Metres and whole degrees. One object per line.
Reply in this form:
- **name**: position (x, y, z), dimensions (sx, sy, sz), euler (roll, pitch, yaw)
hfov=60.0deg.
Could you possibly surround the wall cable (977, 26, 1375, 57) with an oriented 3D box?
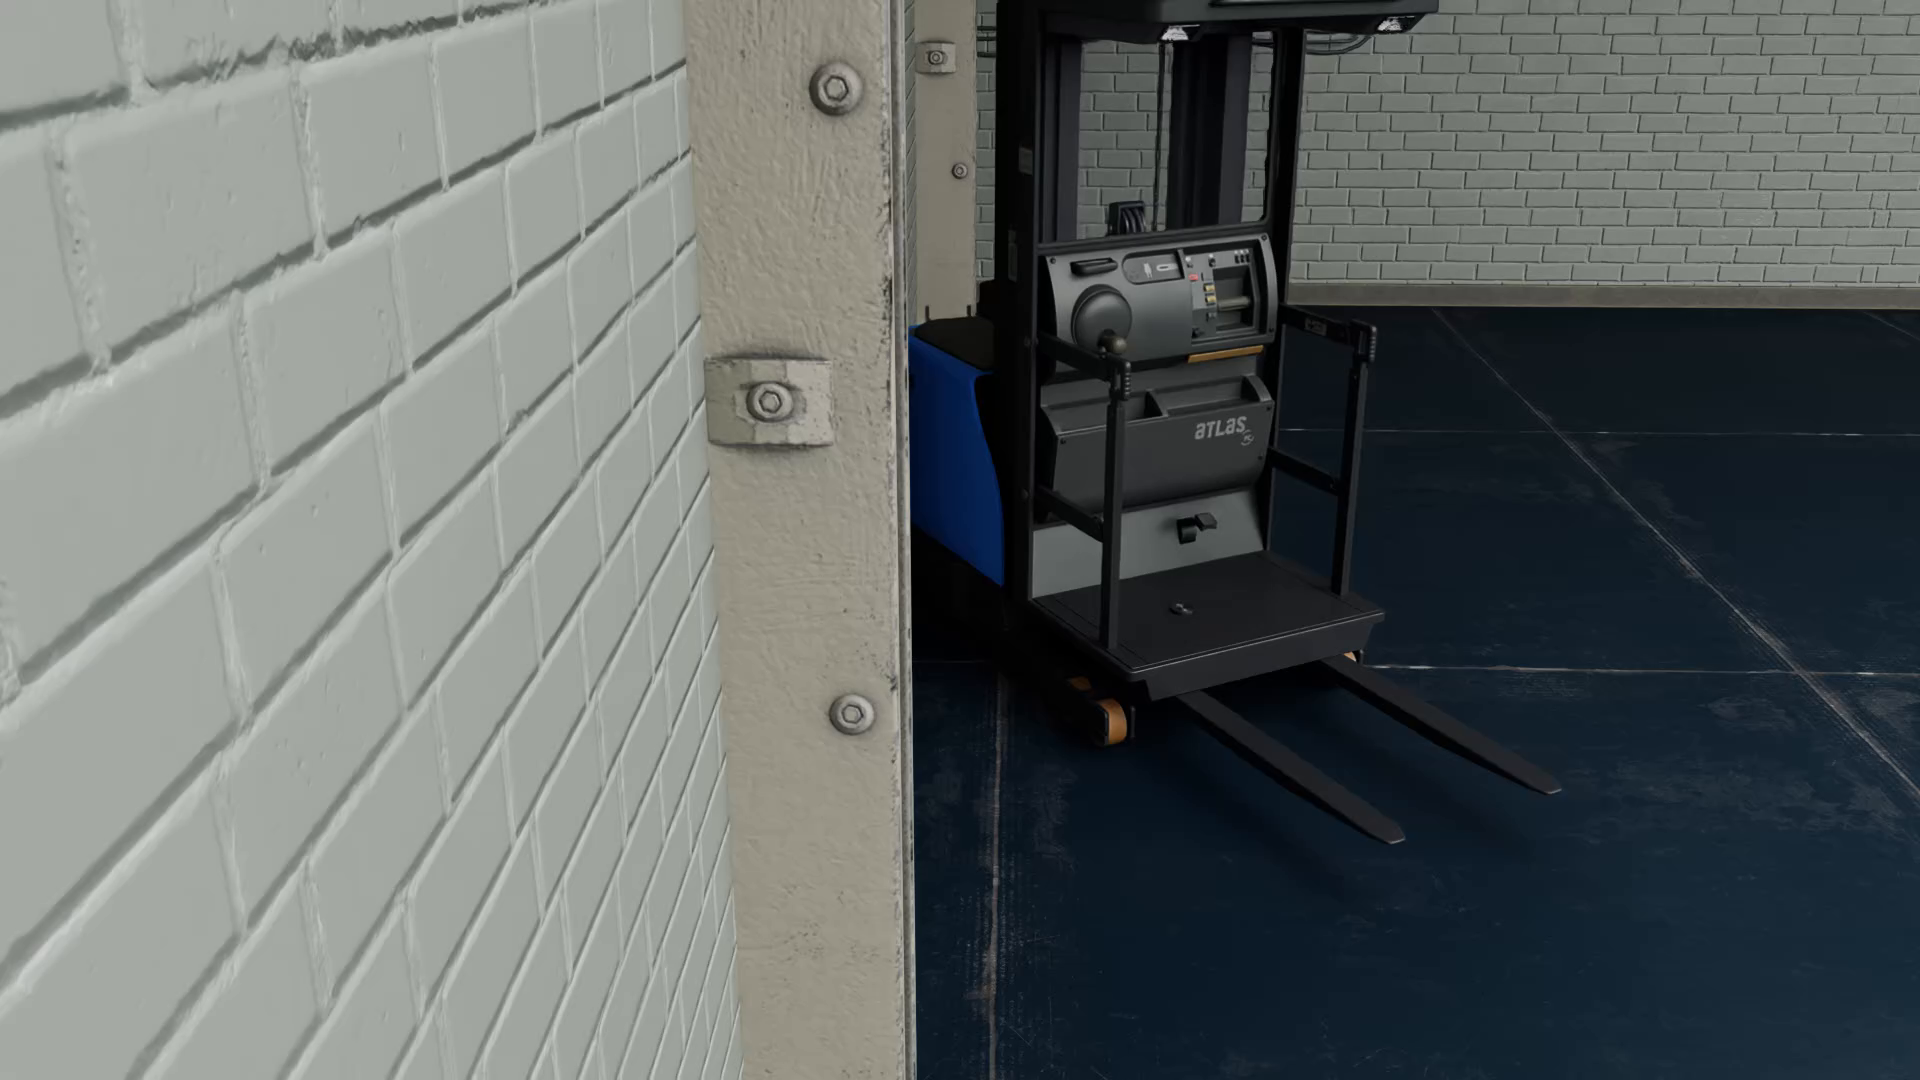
- **wall cable**: position (1.339, -4.421, 10.776), dimensions (3.097, 2.526, 0.112), euler (1, 21, 2)

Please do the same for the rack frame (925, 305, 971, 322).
- **rack frame**: position (-0.051, -0.533, 7.451), dimensions (0.200, 1.050, 0.008), euler (-1, 21, -3)

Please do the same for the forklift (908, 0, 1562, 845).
- **forklift**: position (0.815, -0.842, 5.646), dimensions (1.130, 2.935, 3.031), euler (-11, 24, -25)

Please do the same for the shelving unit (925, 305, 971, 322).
- **shelving unit**: position (-0.044, -0.489, 7.338), dimensions (0.215, 1.050, 0.252), euler (-1, 21, -3)

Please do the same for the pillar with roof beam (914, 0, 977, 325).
- **pillar with roof beam**: position (4.231, -4.771, 7.384), dimensions (9.100, 9.000, 0.400), euler (1, 21, 2)

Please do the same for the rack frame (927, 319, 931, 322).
- **rack frame**: position (-0.038, -0.445, 7.224), dimensions (0.200, 1.050, 0.008), euler (-1, 21, -3)
